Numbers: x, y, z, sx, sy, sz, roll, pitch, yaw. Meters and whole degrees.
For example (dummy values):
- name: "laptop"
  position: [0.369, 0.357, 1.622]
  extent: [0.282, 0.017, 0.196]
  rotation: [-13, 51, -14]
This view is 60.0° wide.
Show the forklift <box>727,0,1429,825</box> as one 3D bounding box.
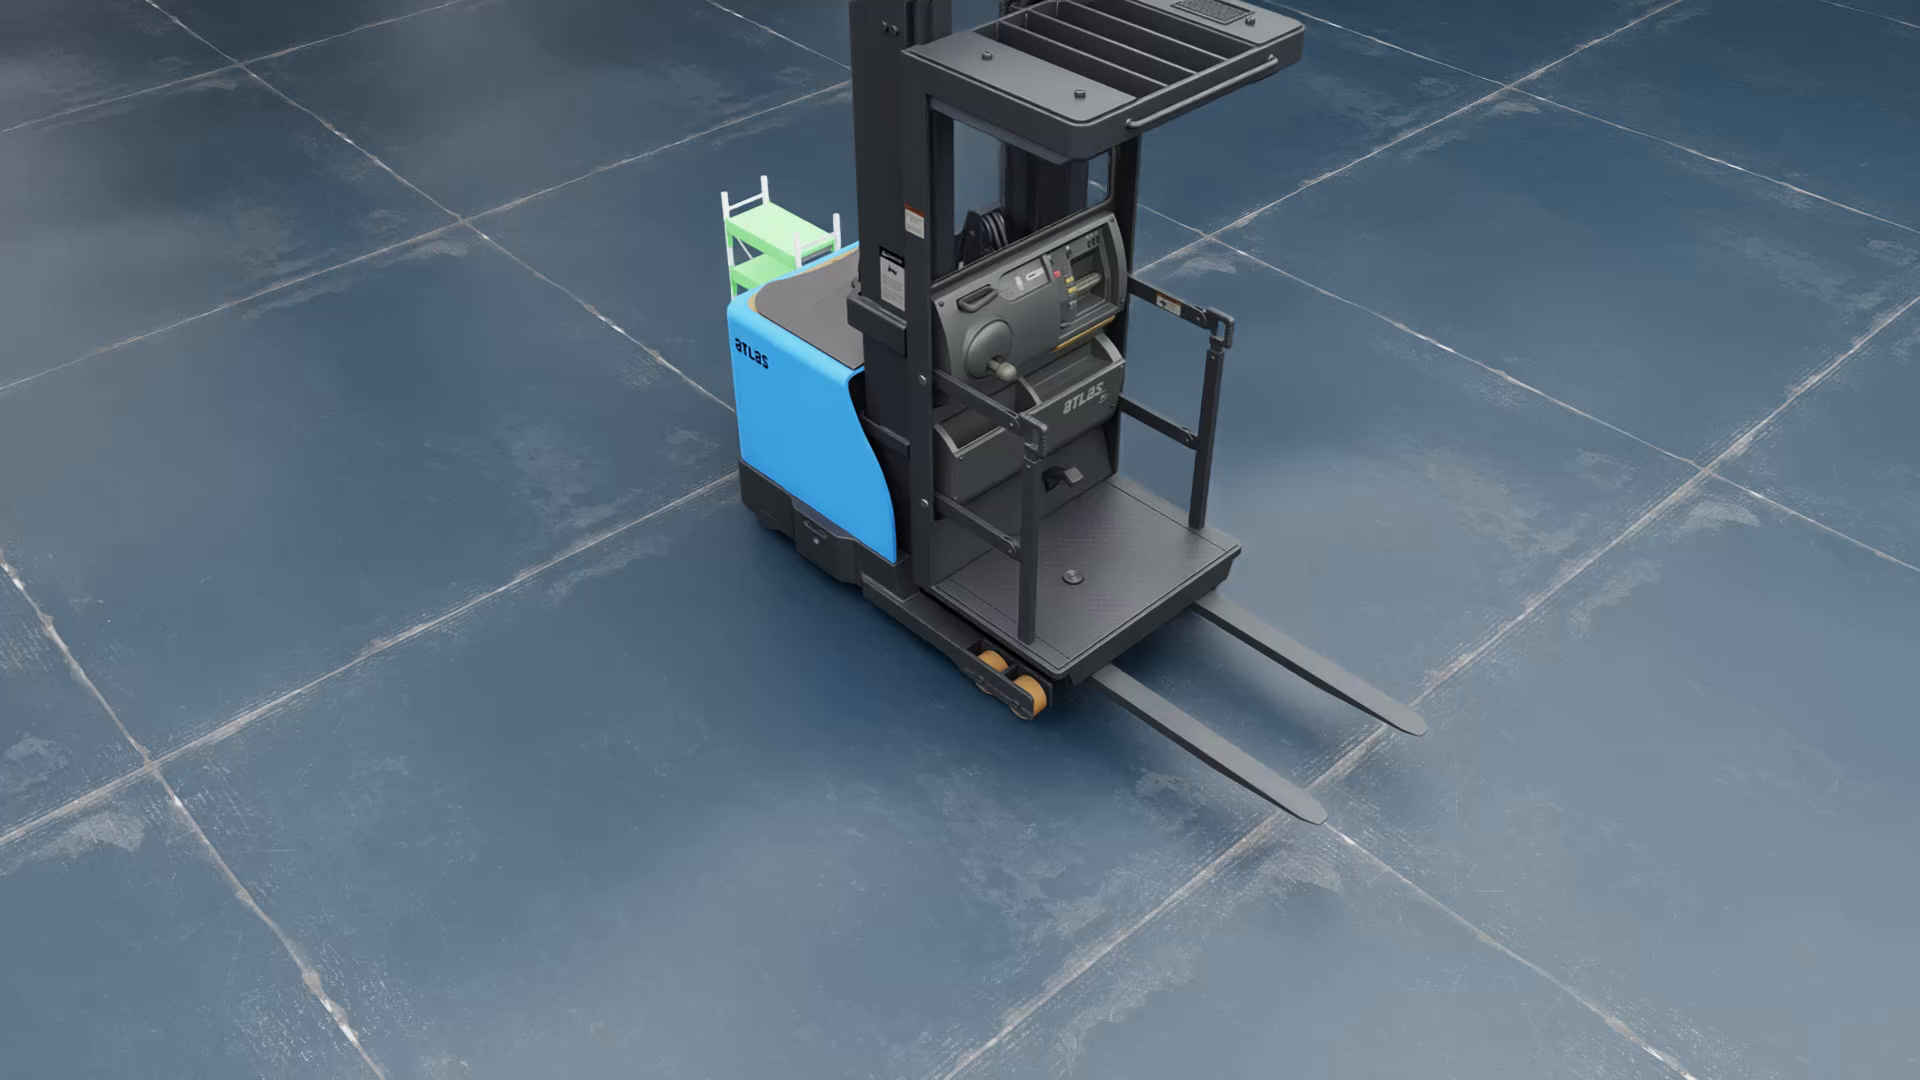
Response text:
- name: "forklift"
  position: [0.418, -0.822, 5.935]
  extent: [1.130, 2.935, 3.031]
  rotation: [-31, 48, -33]

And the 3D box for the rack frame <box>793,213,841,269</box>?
- name: "rack frame"
  position: [-0.604, -0.864, 7.365]
  extent: [0.240, 1.200, 0.015]
  rotation: [-31, 48, -33]

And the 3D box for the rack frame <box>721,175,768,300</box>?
- name: "rack frame"
  position: [-0.943, -1.085, 7.638]
  extent: [0.240, 1.200, 0.015]
  rotation: [-31, 48, -33]

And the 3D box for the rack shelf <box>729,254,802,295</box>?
- name: "rack shelf"
  position: [-0.773, -1.112, 7.391]
  extent: [0.258, 0.148, 0.480]
  rotation: [-31, 48, -33]

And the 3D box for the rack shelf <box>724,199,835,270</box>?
- name: "rack shelf"
  position: [-0.773, -1.298, 7.240]
  extent: [0.258, 0.148, 0.480]
  rotation: [-31, 48, -33]

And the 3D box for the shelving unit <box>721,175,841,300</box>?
- name: "shelving unit"
  position: [-0.773, -0.975, 7.502]
  extent: [0.258, 1.200, 0.503]
  rotation: [-31, 48, -33]
